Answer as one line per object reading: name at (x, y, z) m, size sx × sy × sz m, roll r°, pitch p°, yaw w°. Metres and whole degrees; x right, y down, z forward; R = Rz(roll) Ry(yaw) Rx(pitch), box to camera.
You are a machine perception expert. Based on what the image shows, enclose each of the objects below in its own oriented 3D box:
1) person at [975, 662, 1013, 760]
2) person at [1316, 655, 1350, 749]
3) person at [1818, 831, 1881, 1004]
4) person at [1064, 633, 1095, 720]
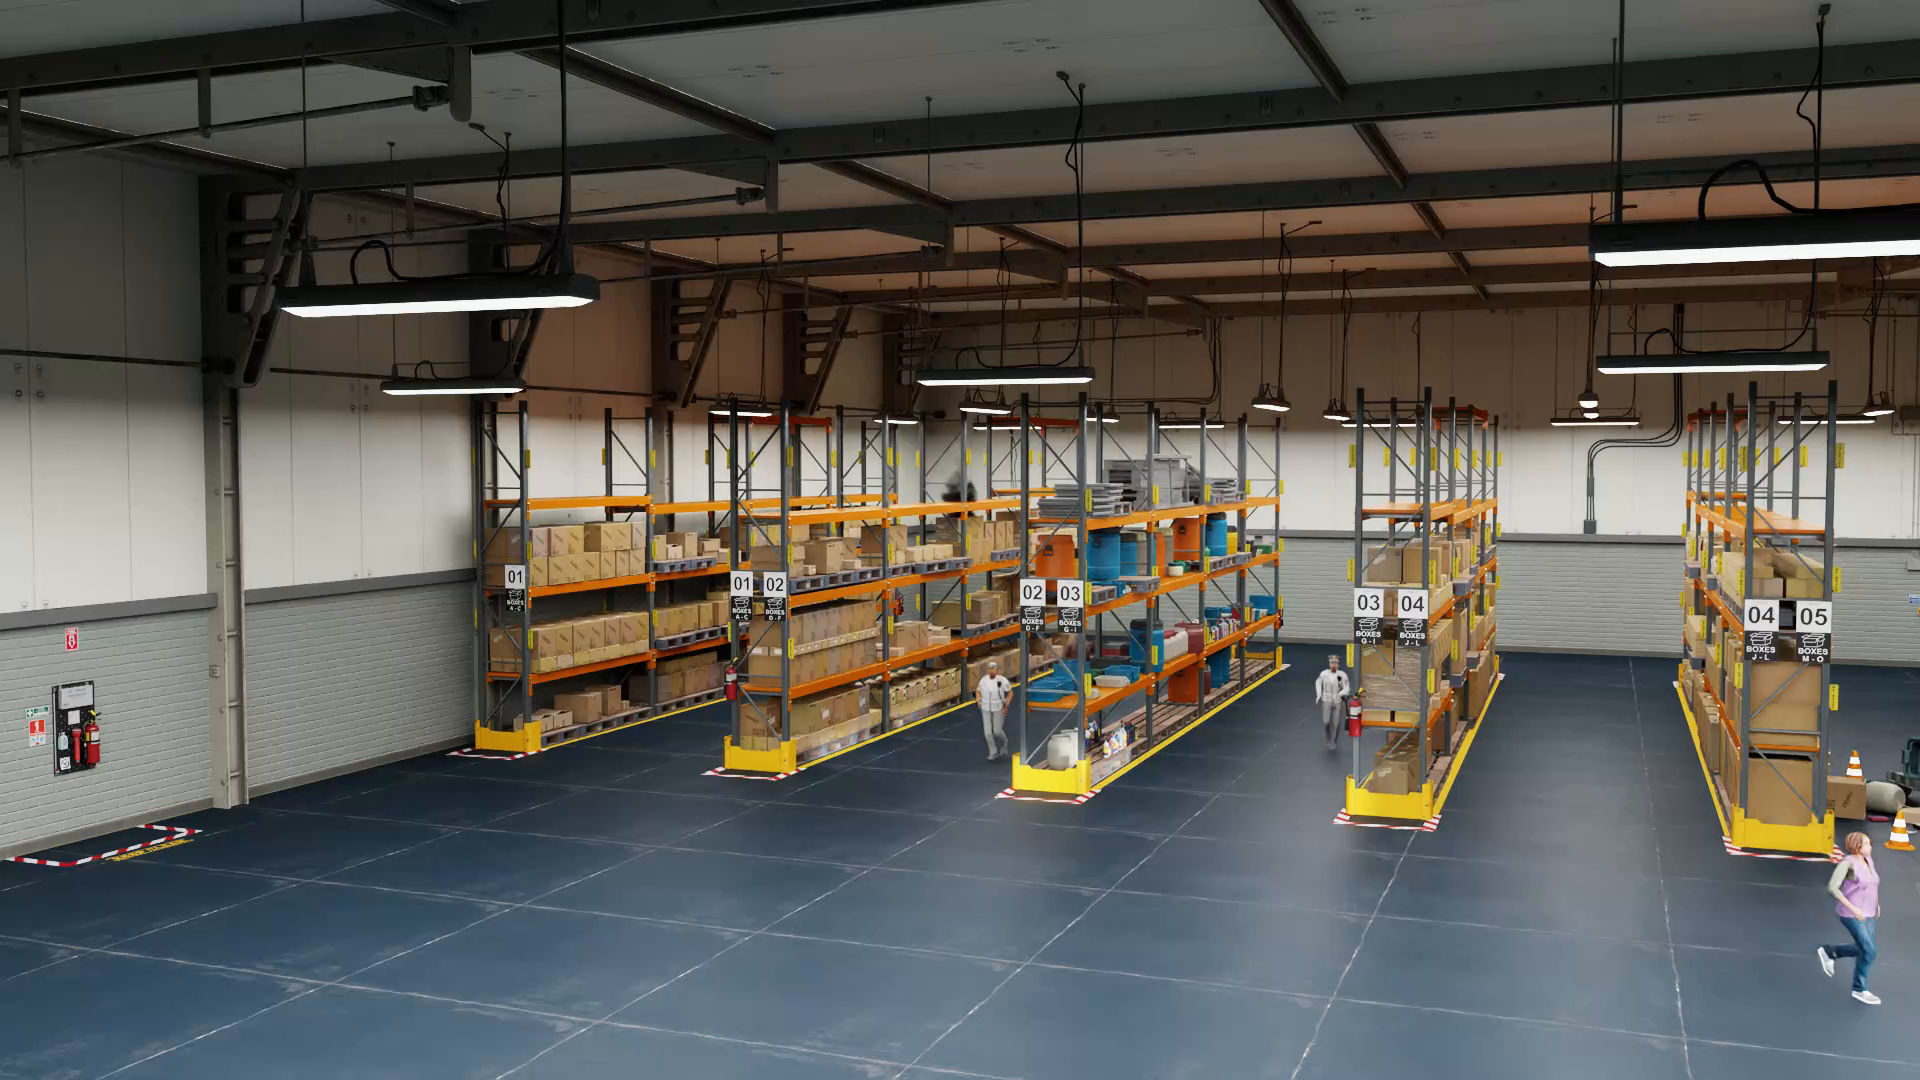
person at (0.544, 2.840, 27.720) m, size 0.621 × 1.630 × 0.536 m, roll 1°, pitch 3°, yaw 18°
person at (6.367, 2.776, 28.434) m, size 0.583 × 1.647 × 0.700 m, roll 1°, pitch 3°, yaw 15°
person at (8.281, 3.475, 15.494) m, size 0.562 × 1.564 × 0.642 m, roll -2°, pitch 3°, yaw -32°
person at (2.344, 2.576, 32.138) m, size 0.711 × 1.743 × 0.756 m, roll 1°, pitch 3°, yaw 11°
